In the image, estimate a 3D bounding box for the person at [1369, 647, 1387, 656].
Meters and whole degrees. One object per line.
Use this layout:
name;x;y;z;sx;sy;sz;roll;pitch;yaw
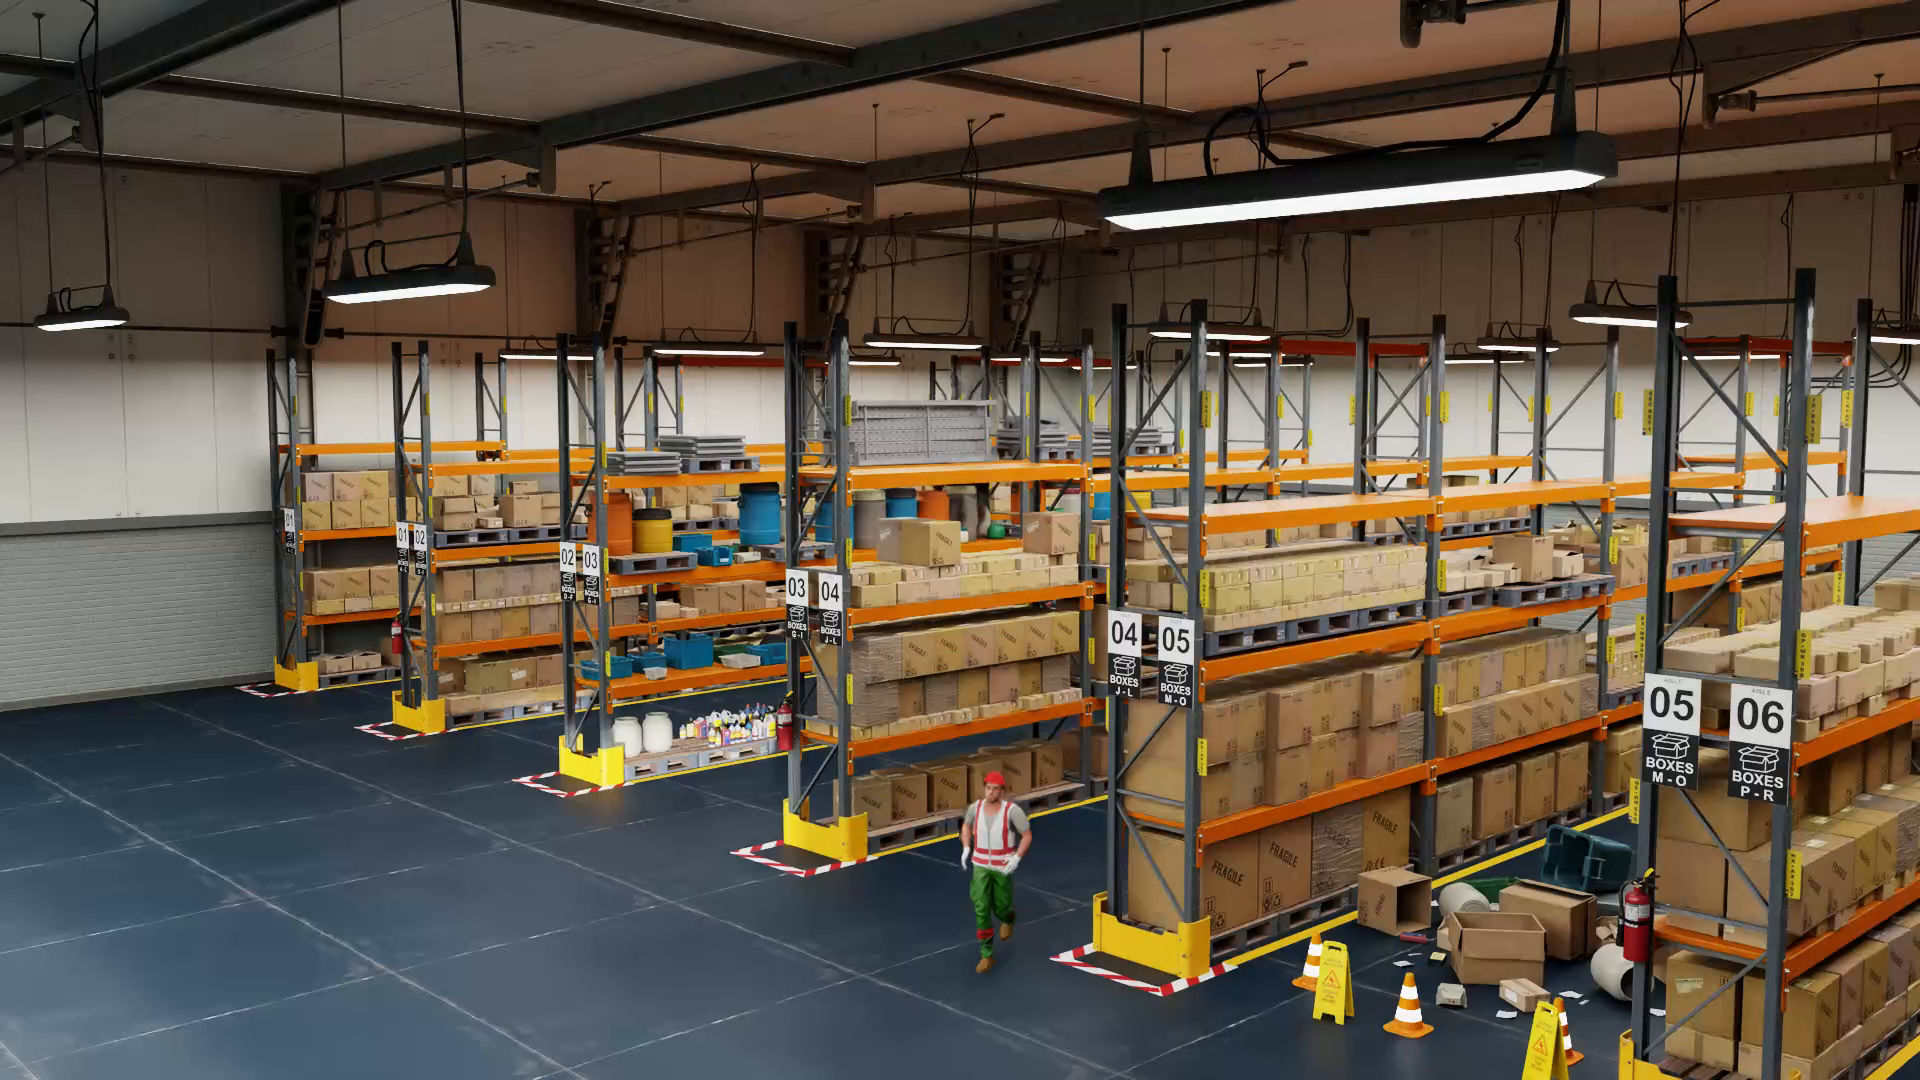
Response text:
person;5.839;2.308;23.483;0.789;1.726;0.684;-5;7;-44

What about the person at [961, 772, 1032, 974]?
person;0.327;2.983;15.227;0.684;1.771;0.829;1;5;15
